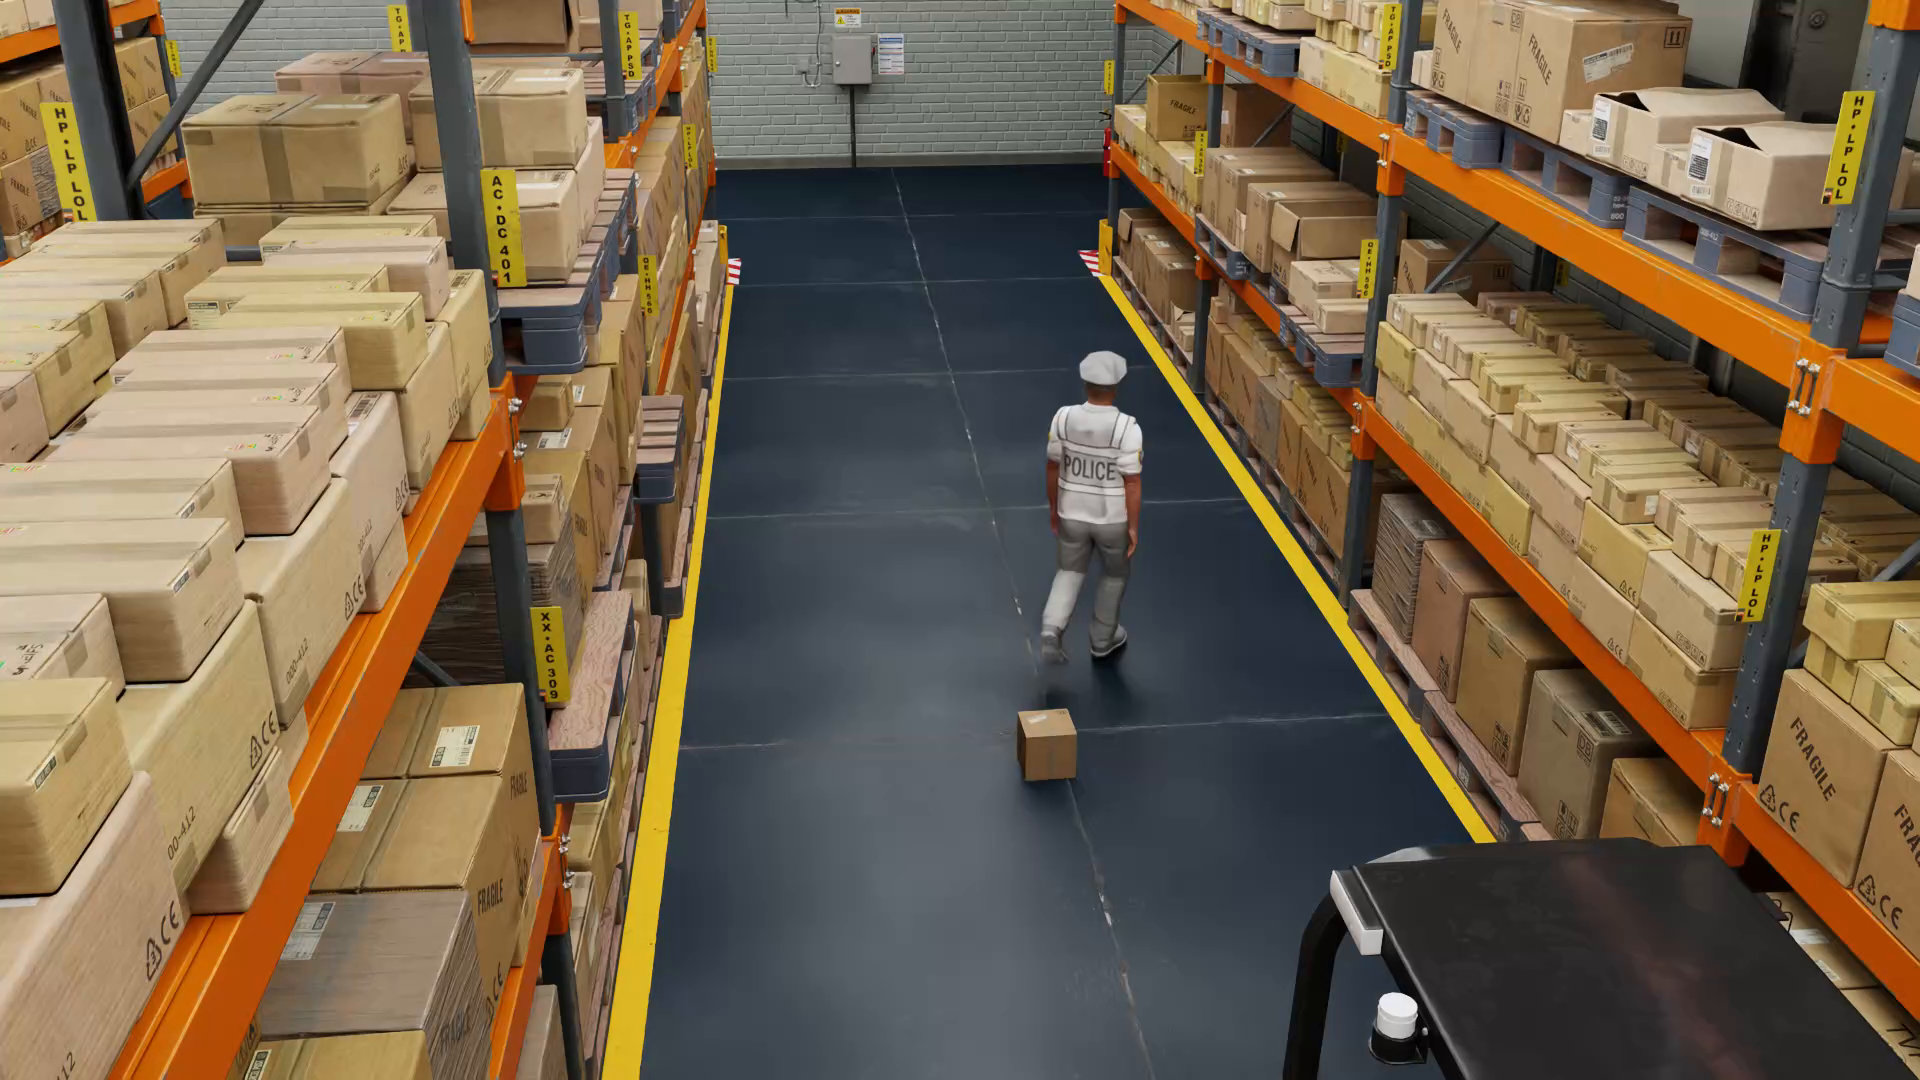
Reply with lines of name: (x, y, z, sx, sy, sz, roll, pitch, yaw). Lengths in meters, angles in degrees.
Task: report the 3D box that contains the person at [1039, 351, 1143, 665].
person: (0.696, -0.138, 8.841, 0.542, 1.748, 0.760, 11, 26, 23)
